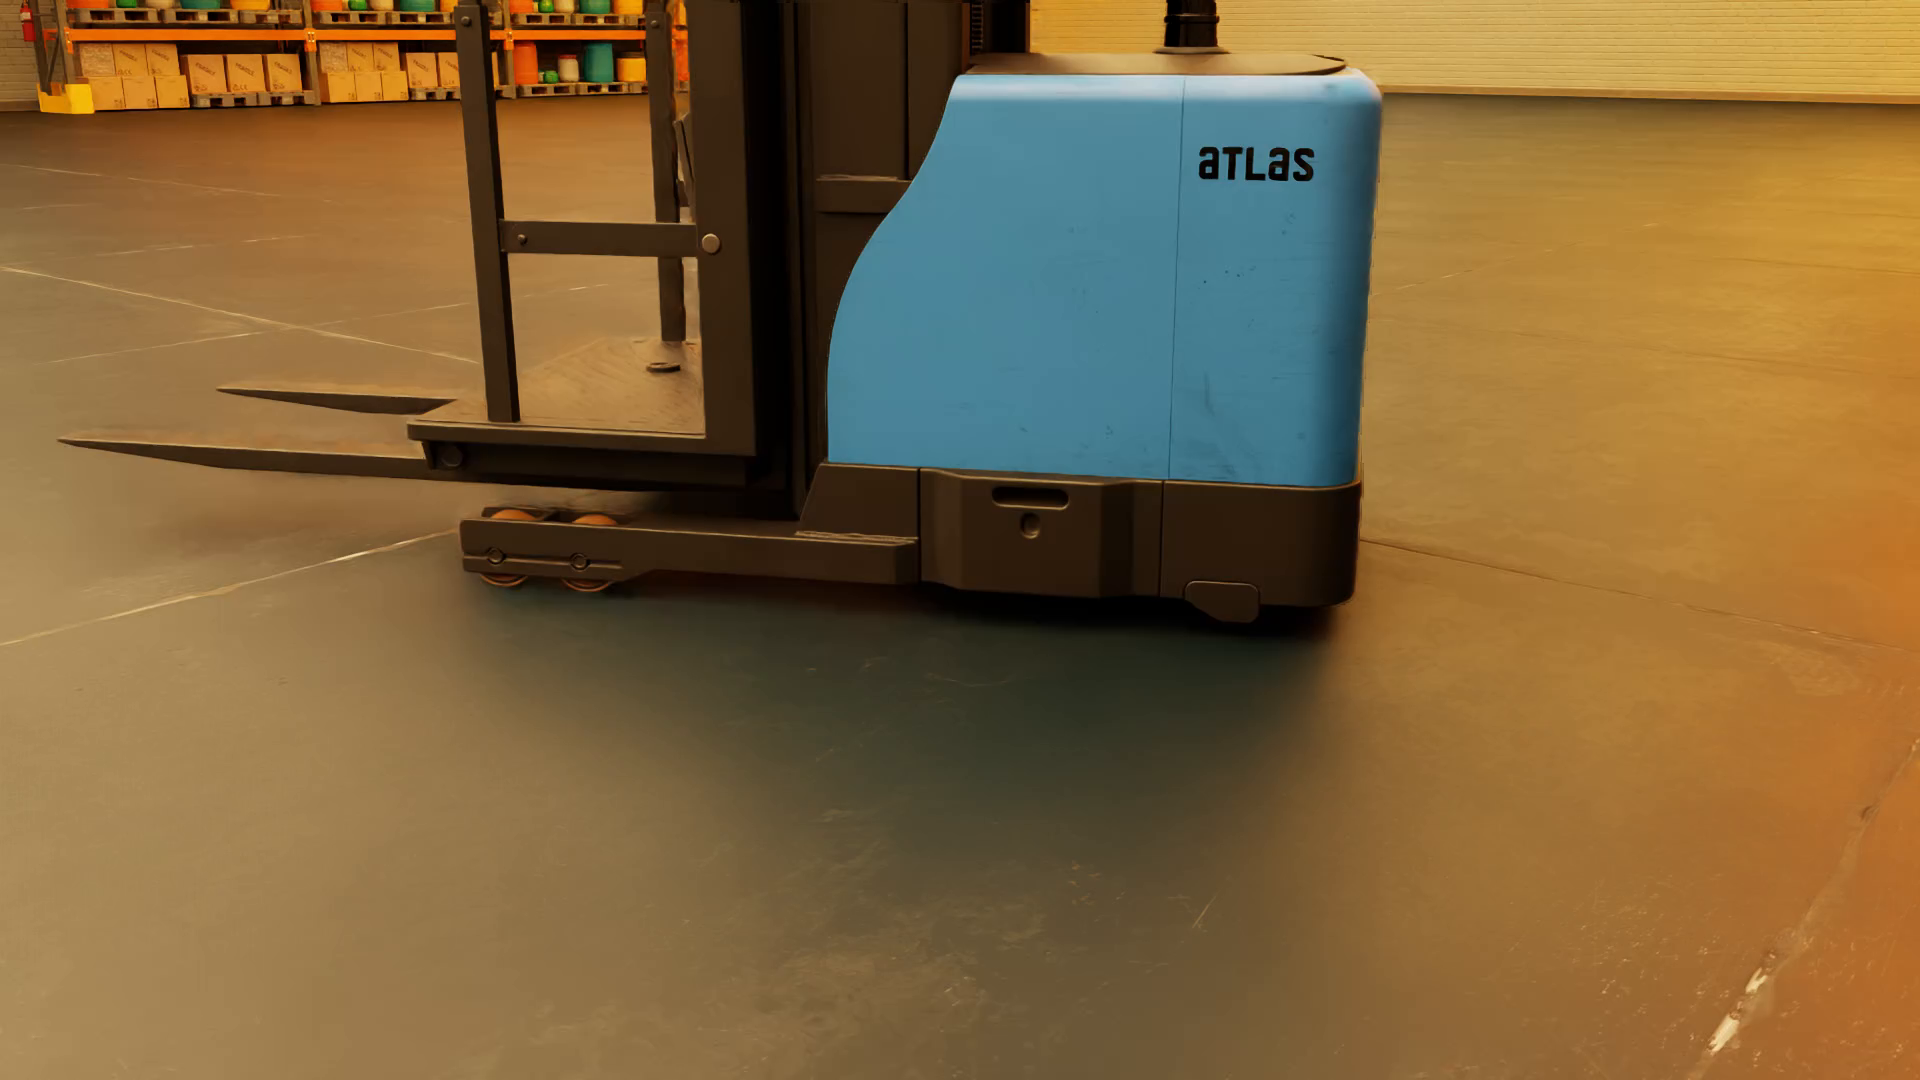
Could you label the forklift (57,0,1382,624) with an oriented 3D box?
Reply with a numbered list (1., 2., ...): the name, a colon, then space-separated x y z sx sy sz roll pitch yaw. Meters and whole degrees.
1. forklift: -0.608 -1.435 3.622 3.031 2.935 1.130 3 17 11
